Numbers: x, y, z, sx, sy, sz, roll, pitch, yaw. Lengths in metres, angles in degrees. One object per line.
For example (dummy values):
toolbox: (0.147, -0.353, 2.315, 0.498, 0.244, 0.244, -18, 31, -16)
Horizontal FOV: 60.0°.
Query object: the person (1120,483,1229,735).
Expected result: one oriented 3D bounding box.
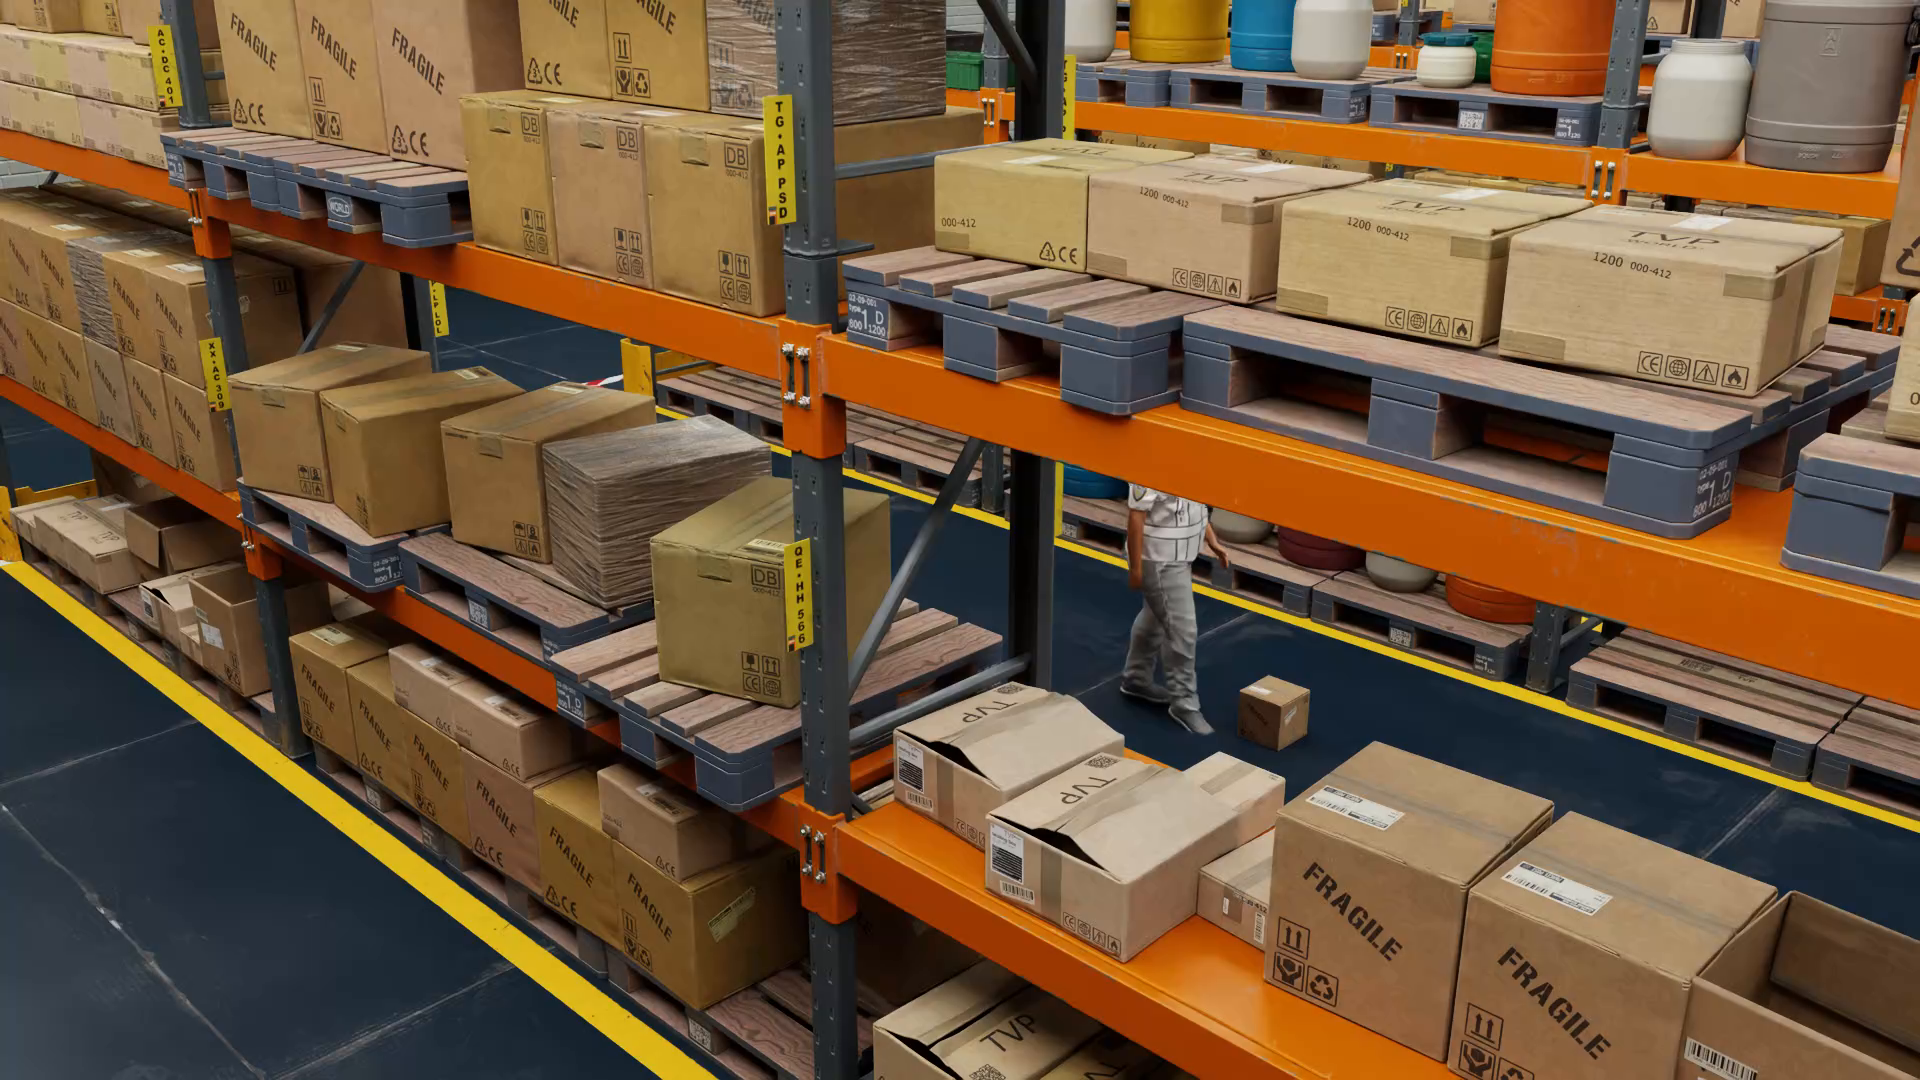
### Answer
person: (1.102, 0.123, 8.310, 0.577, 1.729, 0.486, 9, 22, 22)
